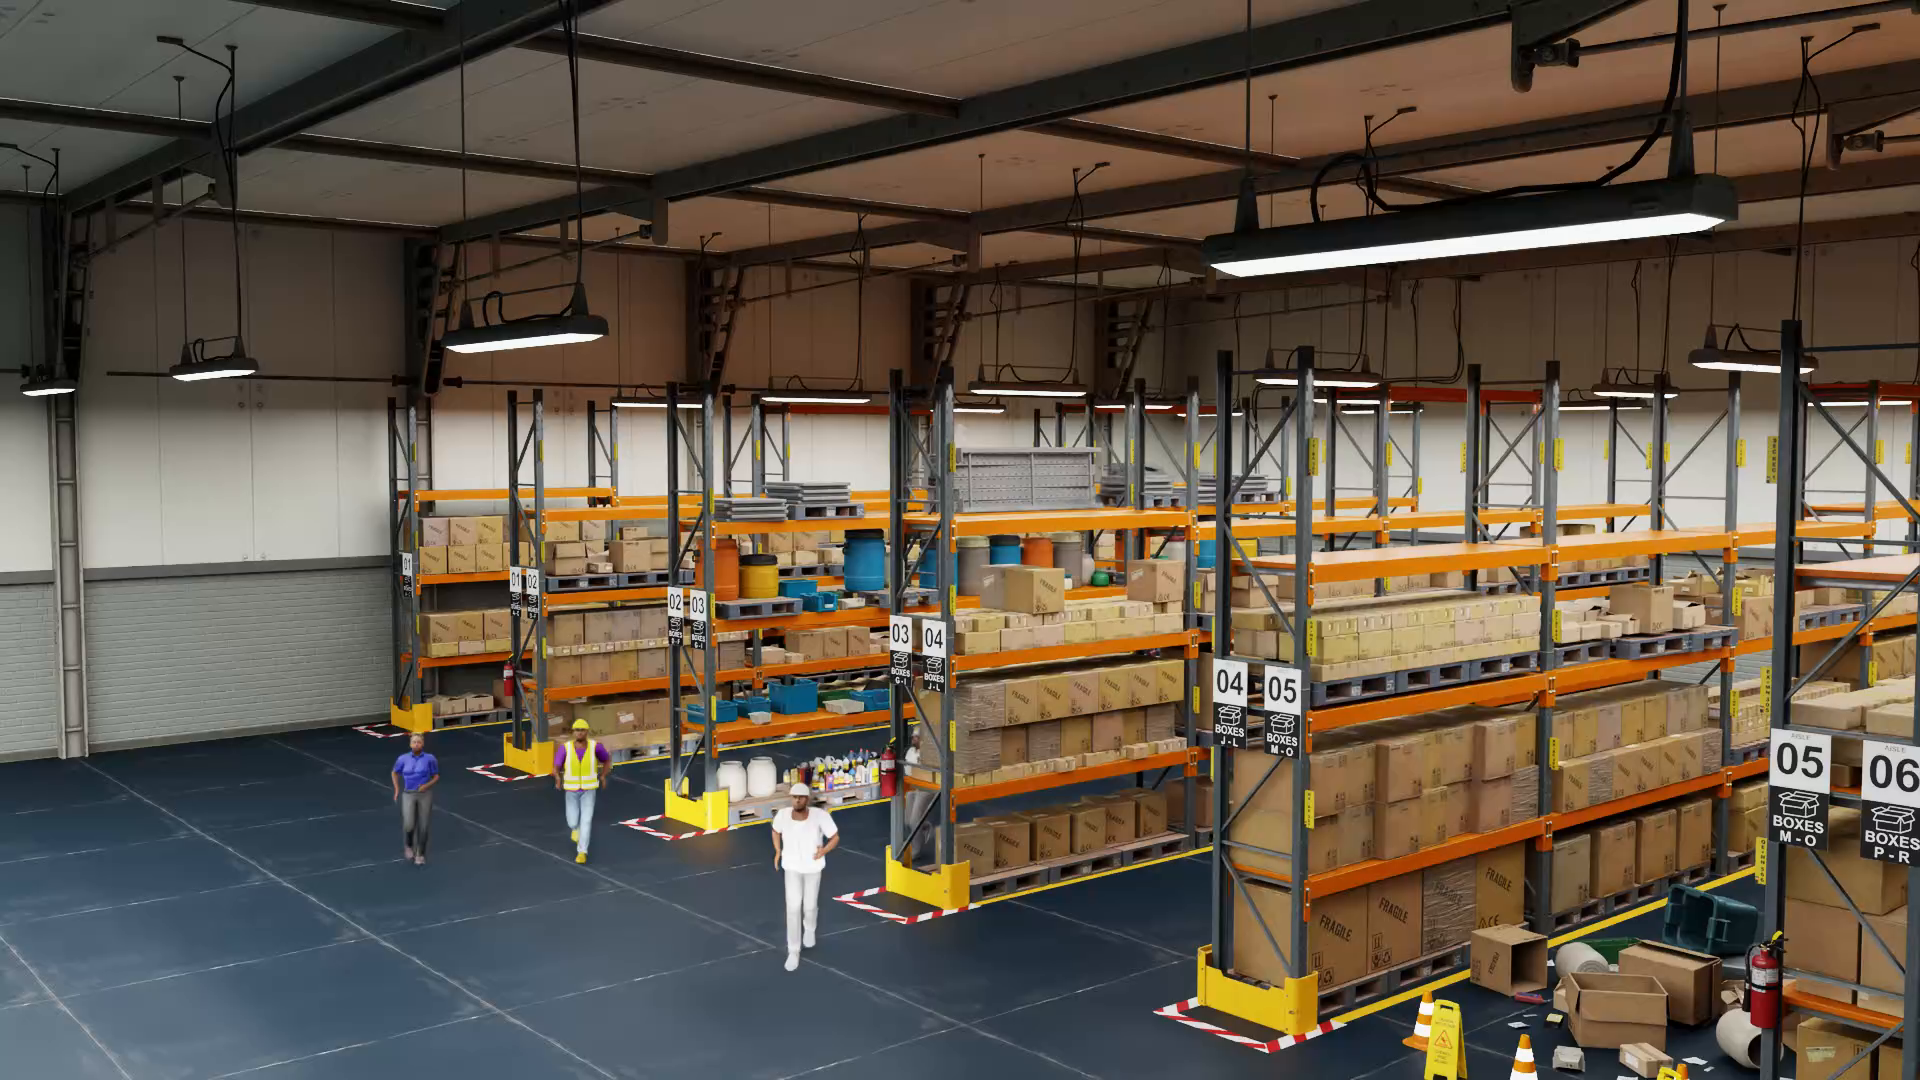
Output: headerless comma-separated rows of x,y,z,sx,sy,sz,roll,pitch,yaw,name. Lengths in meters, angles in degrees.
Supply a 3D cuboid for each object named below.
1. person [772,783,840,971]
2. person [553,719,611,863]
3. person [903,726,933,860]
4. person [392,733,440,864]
-1.548,3.300,16.648,0.691,1.802,0.853,0,3,-1,person
-4.707,3.092,20.707,0.709,1.736,0.802,-1,3,-11,person
-0.495,3.127,20.722,0.591,1.654,0.575,3,4,38,person
-6.623,3.167,20.251,0.560,1.615,0.569,-1,4,-19,person
